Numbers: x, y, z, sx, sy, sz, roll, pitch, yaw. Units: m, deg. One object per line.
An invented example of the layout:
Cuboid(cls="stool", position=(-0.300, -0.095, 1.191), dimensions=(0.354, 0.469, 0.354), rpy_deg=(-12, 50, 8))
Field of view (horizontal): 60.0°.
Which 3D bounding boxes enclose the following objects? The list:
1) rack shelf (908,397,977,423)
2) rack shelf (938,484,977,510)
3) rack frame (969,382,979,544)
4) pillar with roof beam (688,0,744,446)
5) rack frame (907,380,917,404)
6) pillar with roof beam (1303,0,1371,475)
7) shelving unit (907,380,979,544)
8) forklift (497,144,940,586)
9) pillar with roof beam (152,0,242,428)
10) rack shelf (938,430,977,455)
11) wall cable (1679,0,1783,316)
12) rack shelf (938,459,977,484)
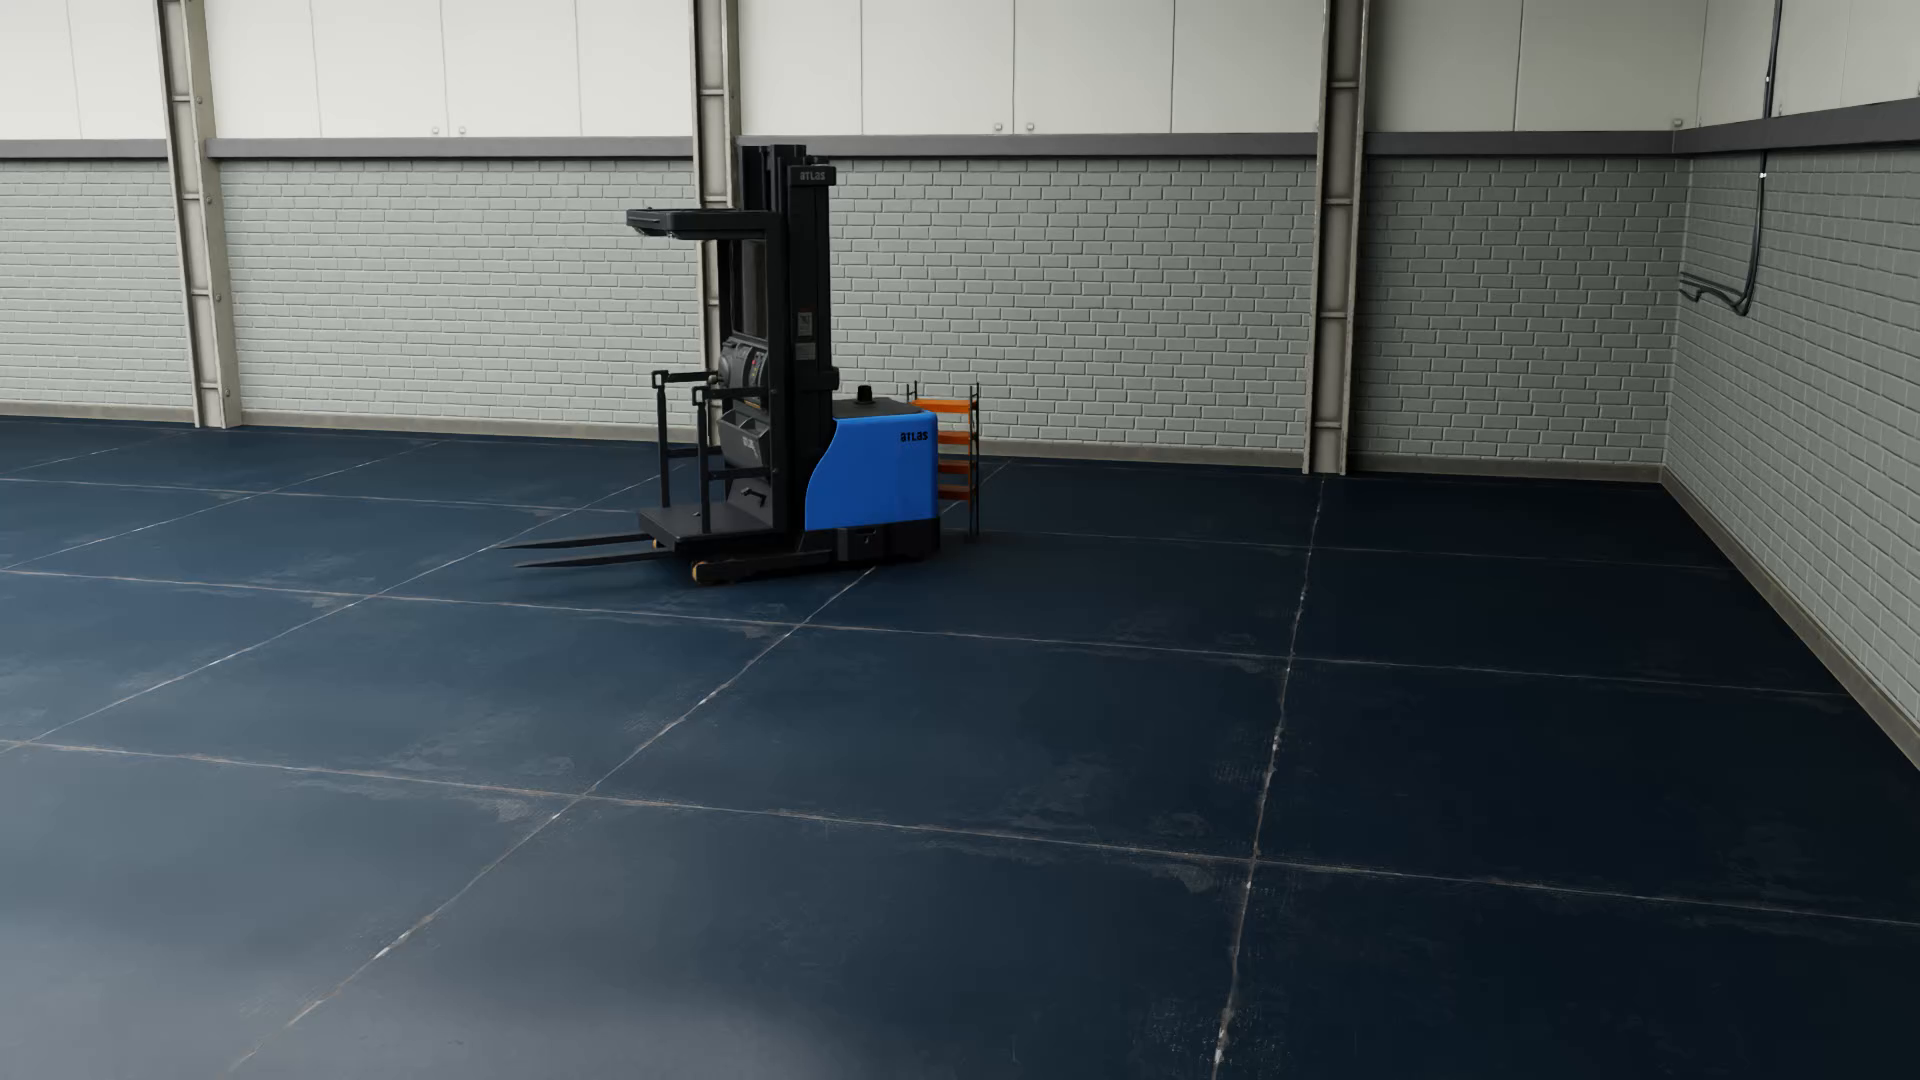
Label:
Cuboid(cls="rack shelf", position=(-0.127, -0.981, 12.570), dimensions=(0.480, 0.148, 0.258), rpy_deg=(3, 13, 14))
Cuboid(cls="rack shelf", position=(-0.127, -0.338, 12.713), dimensions=(0.480, 0.148, 0.258), rpy_deg=(3, 13, 14))
Cuboid(cls="rack frame", position=(0.109, -0.584, 12.594), dimensions=(0.015, 1.200, 0.240), rpy_deg=(3, 13, 14))
Cuboid(cls="pillar with roof beam", position=(-3.424, -4.445, 11.994), dimensions=(0.400, 9.000, 9.100), rpy_deg=(3, 13, 14))
Cuboid(cls="rack frame", position=(-0.363, -0.611, 12.716), dimensions=(0.015, 1.200, 0.240), rpy_deg=(3, 13, 14))
Cuboid(cls="pillar with roof beam", position=(2.402, -4.134, 10.591), dimensions=(0.400, 9.000, 9.100), rpy_deg=(3, 13, 14))
Cuboid(cls="shelving unit", position=(-0.127, -0.597, 12.655), dimensions=(0.503, 1.200, 0.258), rpy_deg=(3, 13, 14))
Cuboid(cls="forklift", position=(-1.702, -1.249, 11.597), dimensions=(3.031, 2.935, 1.130), rpy_deg=(-6, 14, -25))
Cuboid(cls="pillar with roof beam", position=(-9.249, -4.757, 13.398), dimensions=(0.400, 9.000, 9.100), rpy_deg=(3, 13, 14))
Cuboid(cls="rack shelf", position=(-0.127, -0.750, 12.621), dimensions=(0.480, 0.148, 0.258), rpy_deg=(3, 13, 14))
Cuboid(cls="wall cable", position=(5.976, -3.092, 13.065), dimensions=(0.112, 2.526, 3.097), rpy_deg=(3, 13, 14))
Cuboid(cls="rack shelf", position=(-0.127, -0.531, 12.670), dimensions=(0.480, 0.148, 0.258), rpy_deg=(3, 13, 14))
